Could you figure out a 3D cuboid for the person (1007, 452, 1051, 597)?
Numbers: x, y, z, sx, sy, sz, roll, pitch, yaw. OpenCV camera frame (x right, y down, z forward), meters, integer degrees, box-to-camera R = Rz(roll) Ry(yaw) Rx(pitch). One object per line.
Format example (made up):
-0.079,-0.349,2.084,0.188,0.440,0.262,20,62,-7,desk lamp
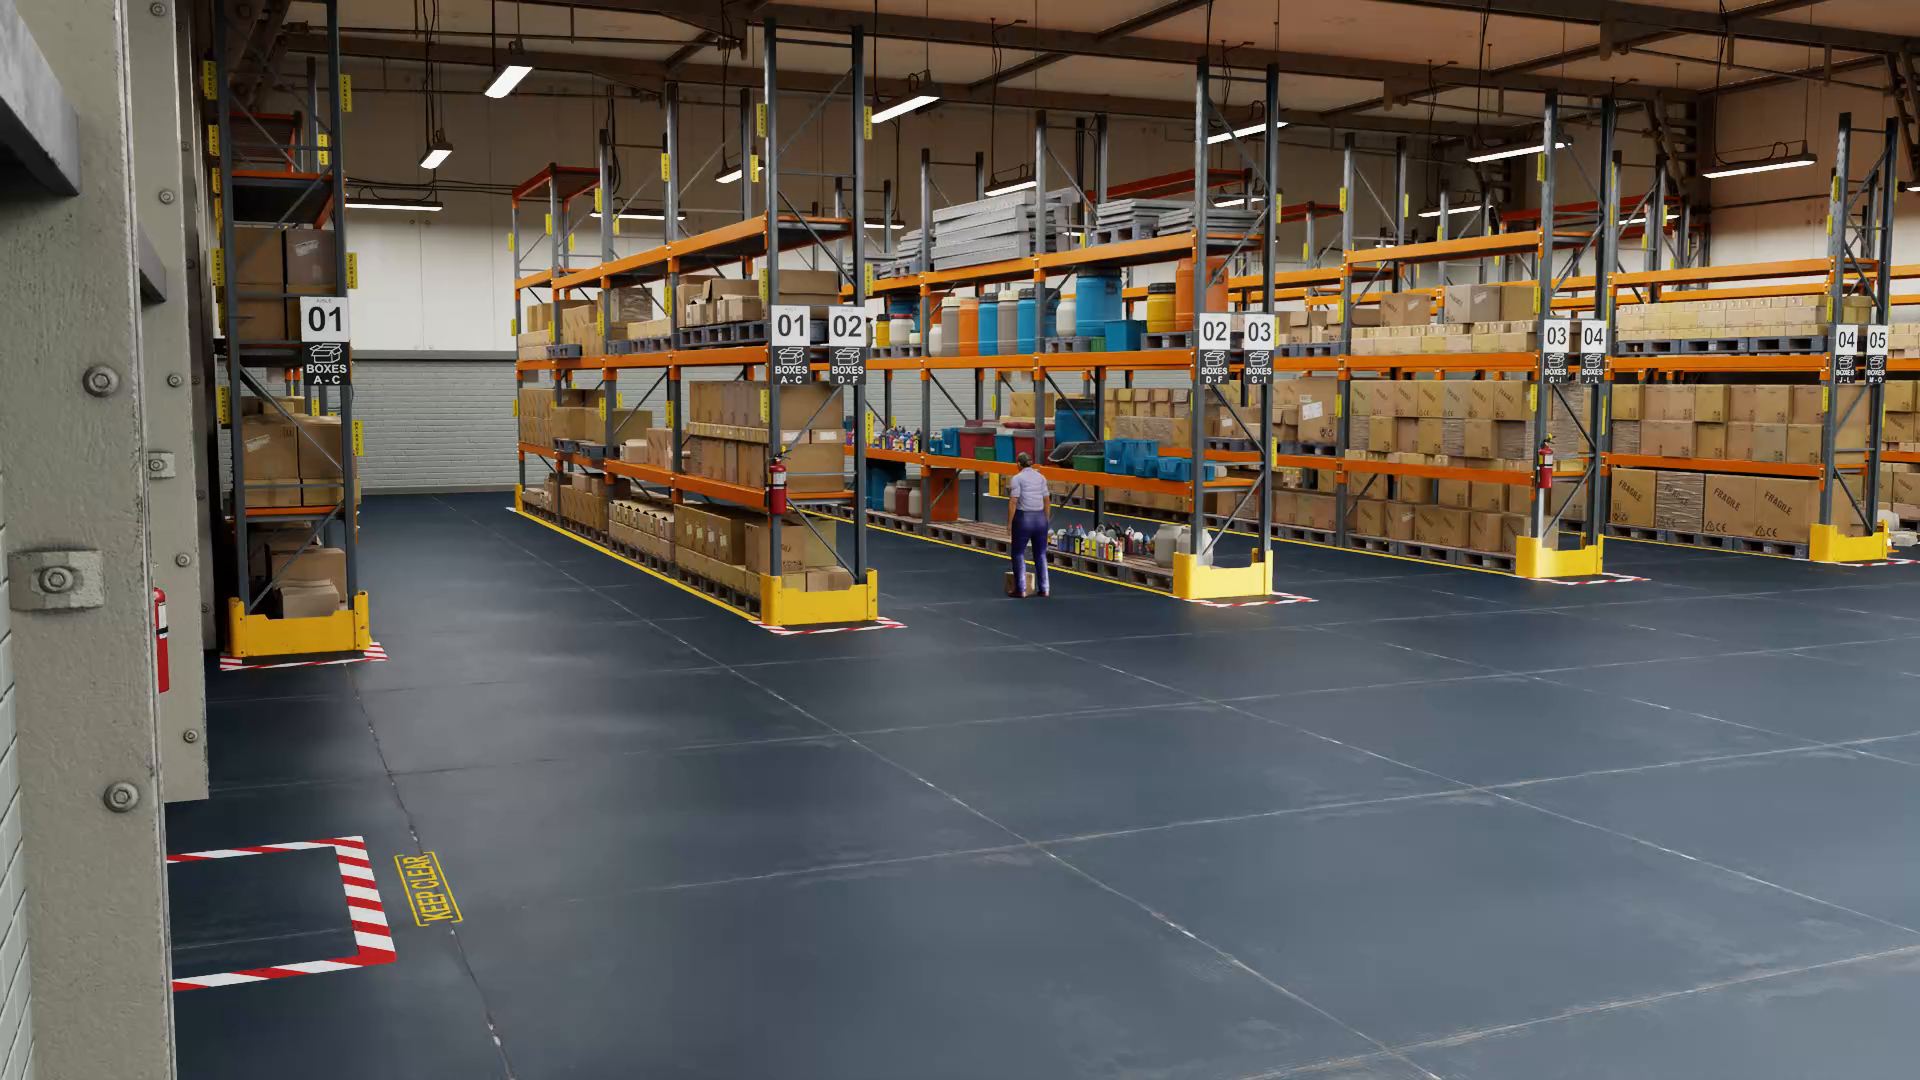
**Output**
0.777,-0.175,18.866,0.546,1.651,0.415,-2,6,-24,person
